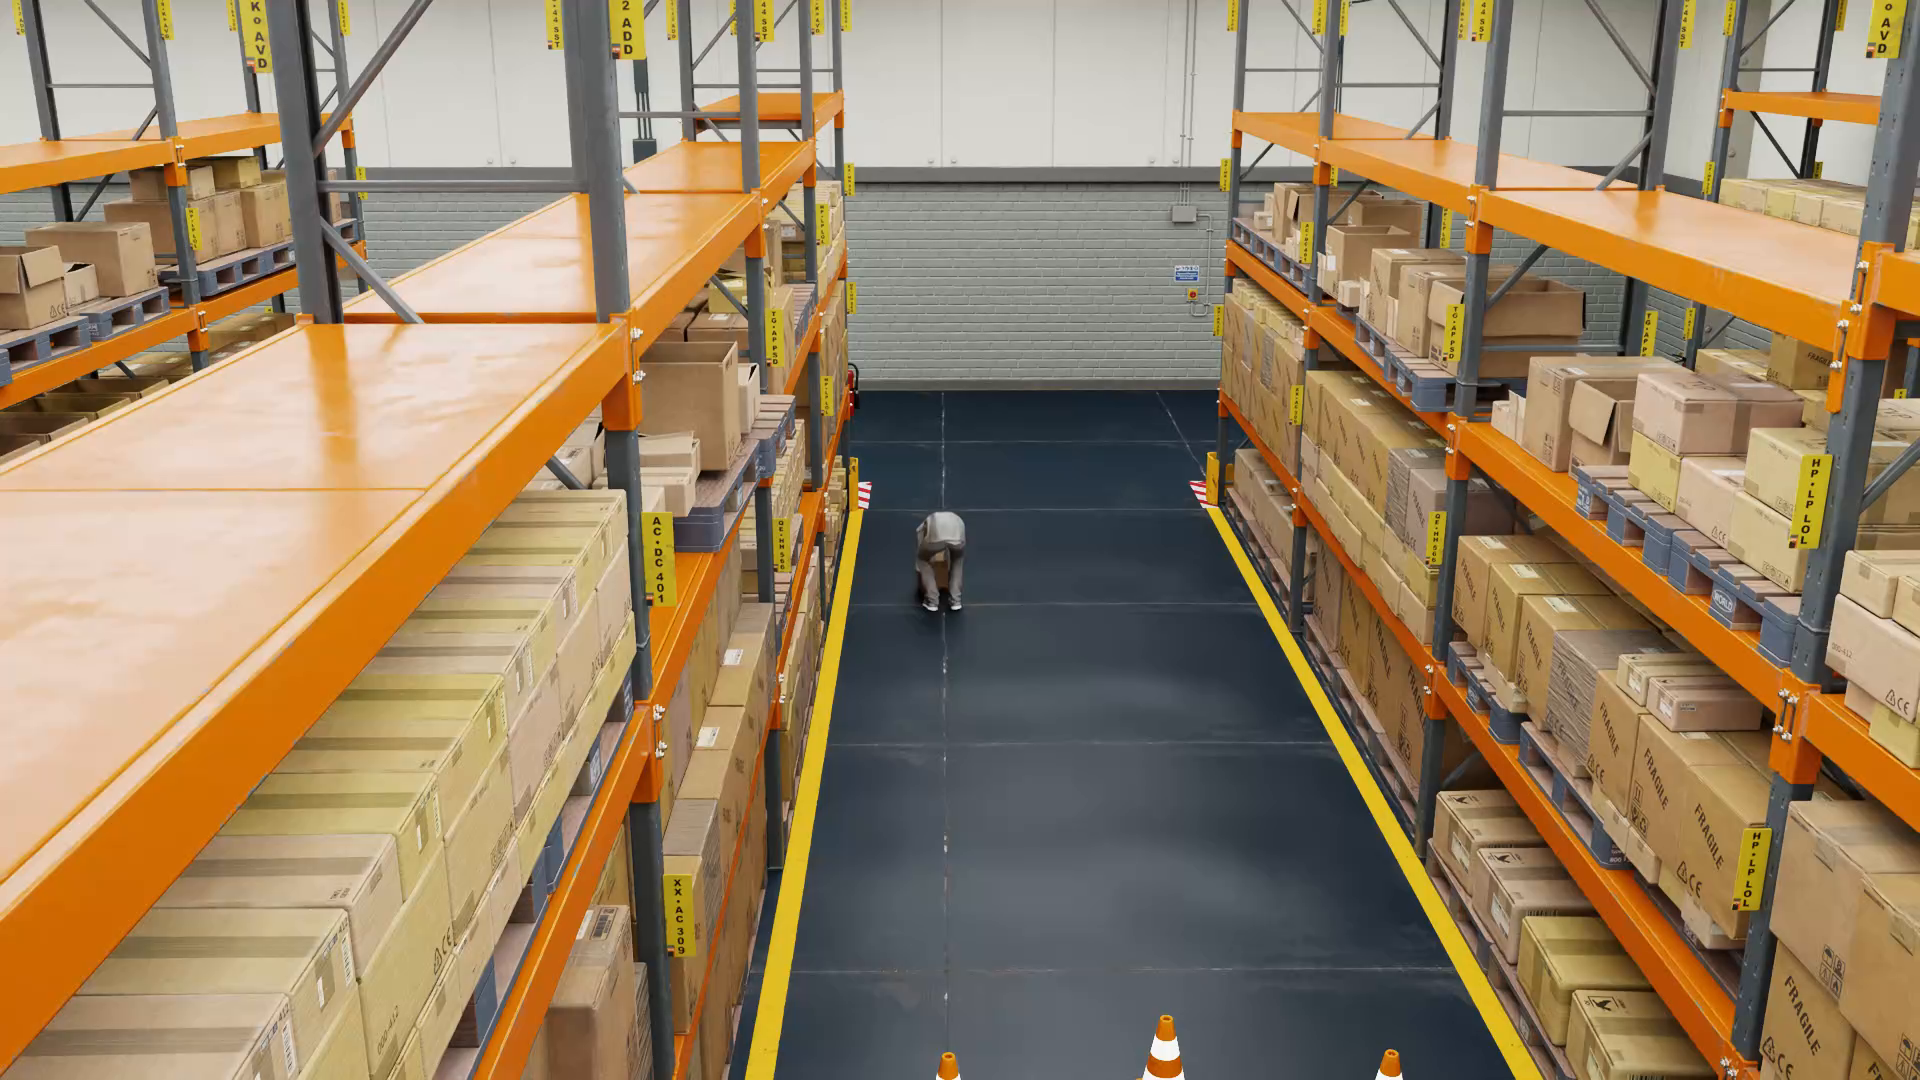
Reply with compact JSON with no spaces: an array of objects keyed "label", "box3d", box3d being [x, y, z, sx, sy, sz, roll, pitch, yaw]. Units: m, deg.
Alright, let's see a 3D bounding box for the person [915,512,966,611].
[{"label":"person","box3d":[-0.185,0.132,14.817,0.422,0.887,0.854,-4,18,-12]}]
